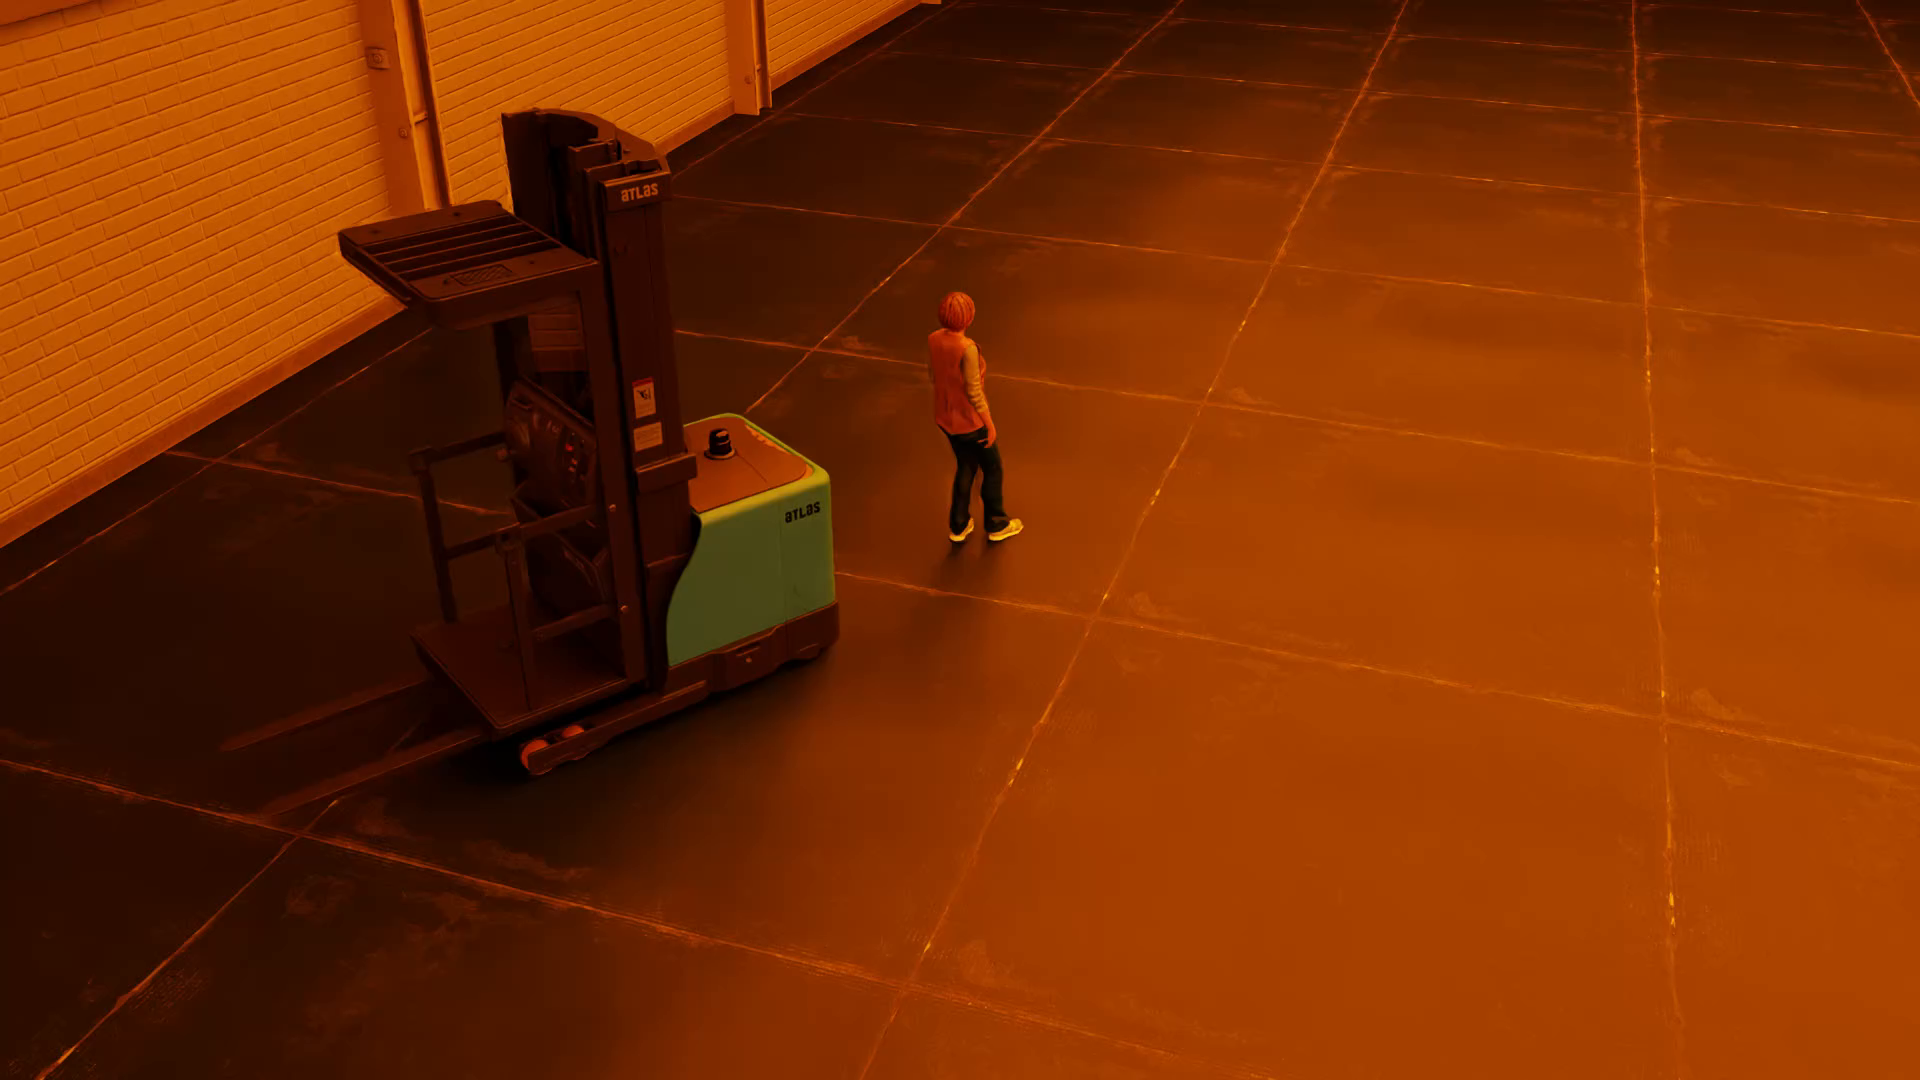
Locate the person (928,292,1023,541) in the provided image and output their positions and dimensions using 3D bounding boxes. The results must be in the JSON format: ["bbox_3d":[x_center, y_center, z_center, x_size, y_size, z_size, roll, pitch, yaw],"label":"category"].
[{"bbox_3d":[0.109,-0.729,9.784,0.534,1.590,0.516,-19,35,-30],"label":"person"}]

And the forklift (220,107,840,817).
[{"bbox_3d":[-2.129,-0.427,7.886,3.031,2.935,1.130,-21,36,-32],"label":"forklift"}]
